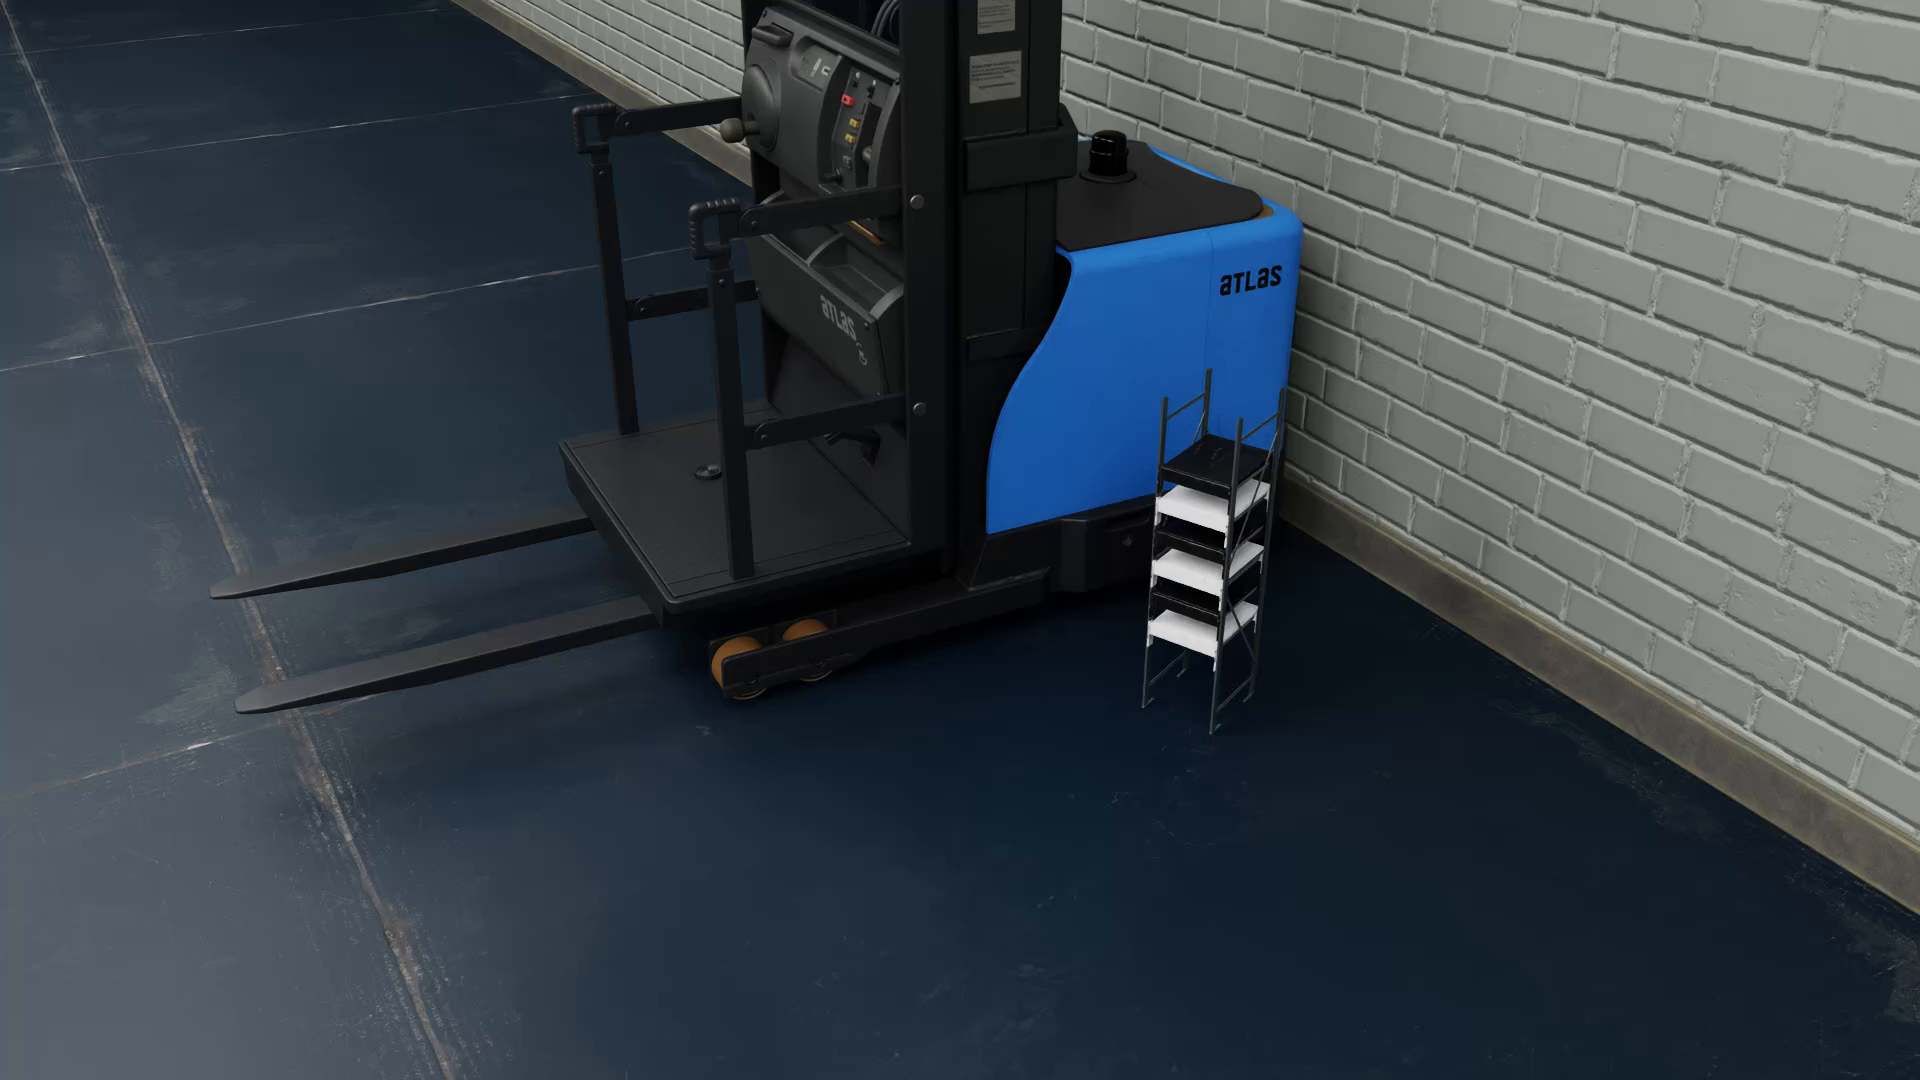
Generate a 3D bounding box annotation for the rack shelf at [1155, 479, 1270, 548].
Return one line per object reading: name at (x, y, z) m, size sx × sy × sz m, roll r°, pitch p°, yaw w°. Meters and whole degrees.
rack shelf at (0.641, -0.091, 4.179) m, size 0.200 × 0.077 × 0.258 m, roll 20°, pitch 34°, yaw 31°

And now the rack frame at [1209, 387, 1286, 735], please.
rack frame at (0.723, 0.067, 4.197) m, size 0.006 × 0.900 × 0.240 m, roll 20°, pitch 34°, yaw 31°

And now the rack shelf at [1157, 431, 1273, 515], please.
rack shelf at (0.641, -0.169, 4.136) m, size 0.200 × 0.077 × 0.258 m, roll 20°, pitch 34°, yaw 31°

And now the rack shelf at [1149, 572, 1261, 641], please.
rack shelf at (0.641, 0.146, 4.310) m, size 0.200 × 0.077 × 0.258 m, roll 20°, pitch 34°, yaw 31°

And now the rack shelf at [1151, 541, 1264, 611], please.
rack shelf at (0.641, 0.067, 4.266) m, size 0.200 × 0.077 × 0.258 m, roll 20°, pitch 34°, yaw 31°

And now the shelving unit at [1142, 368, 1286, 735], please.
shelving unit at (0.641, 0.038, 4.250) m, size 0.210 × 0.900 × 0.258 m, roll 20°, pitch 34°, yaw 31°

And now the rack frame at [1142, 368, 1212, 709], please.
rack frame at (0.559, 0.009, 4.303) m, size 0.006 × 0.900 × 0.240 m, roll 20°, pitch 34°, yaw 31°

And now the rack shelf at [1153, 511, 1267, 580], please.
rack shelf at (0.641, -0.012, 4.223) m, size 0.200 × 0.077 × 0.258 m, roll 20°, pitch 34°, yaw 31°

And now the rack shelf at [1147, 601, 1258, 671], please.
rack shelf at (0.641, 0.225, 4.353) m, size 0.200 × 0.077 × 0.258 m, roll 20°, pitch 34°, yaw 31°

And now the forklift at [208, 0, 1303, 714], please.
forklift at (-0.558, -1.146, 4.293) m, size 3.031 × 2.935 × 1.130 m, roll -14°, pitch 32°, yaw -23°
